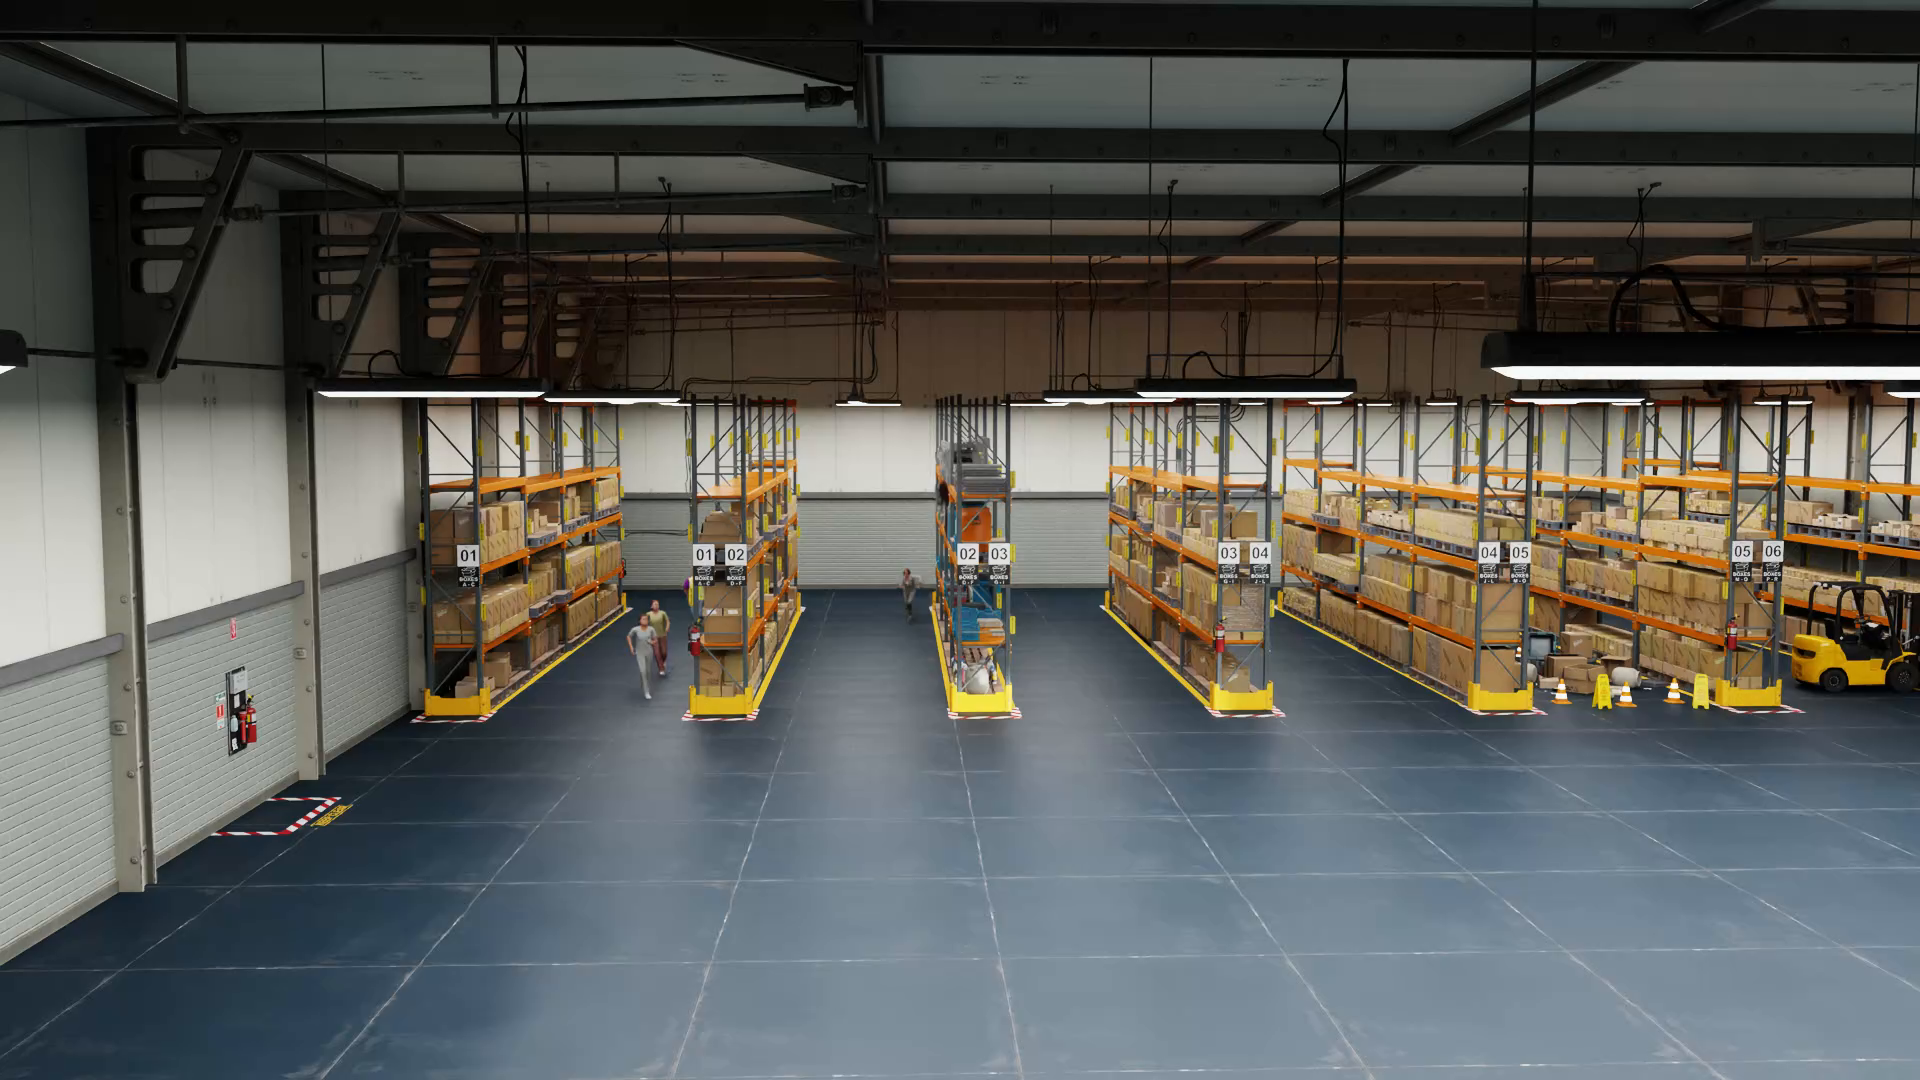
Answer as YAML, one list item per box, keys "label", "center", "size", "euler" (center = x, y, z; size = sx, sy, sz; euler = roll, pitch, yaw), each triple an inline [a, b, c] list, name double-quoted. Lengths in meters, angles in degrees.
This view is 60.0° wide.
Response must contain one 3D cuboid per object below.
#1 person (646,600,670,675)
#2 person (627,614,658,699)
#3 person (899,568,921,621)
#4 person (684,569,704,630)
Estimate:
- label: "person"
  center: [-6.567, 2.084, 35.934]
  size: [0.596, 1.629, 0.656]
  euler: [-1, 5, -16]
- label: "person"
  center: [-6.268, 2.272, 32.933]
  size: [0.578, 1.647, 0.954]
  euler: [-2, 5, -24]
- label: "person"
  center: [-1.338, 1.468, 44.764]
  size: [0.569, 1.458, 0.882]
  euler: [1, 5, 12]
- label: "person"
  center: [-6.726, 1.526, 42.494]
  size: [0.689, 1.708, 0.629]
  euler: [0, 5, 4]
